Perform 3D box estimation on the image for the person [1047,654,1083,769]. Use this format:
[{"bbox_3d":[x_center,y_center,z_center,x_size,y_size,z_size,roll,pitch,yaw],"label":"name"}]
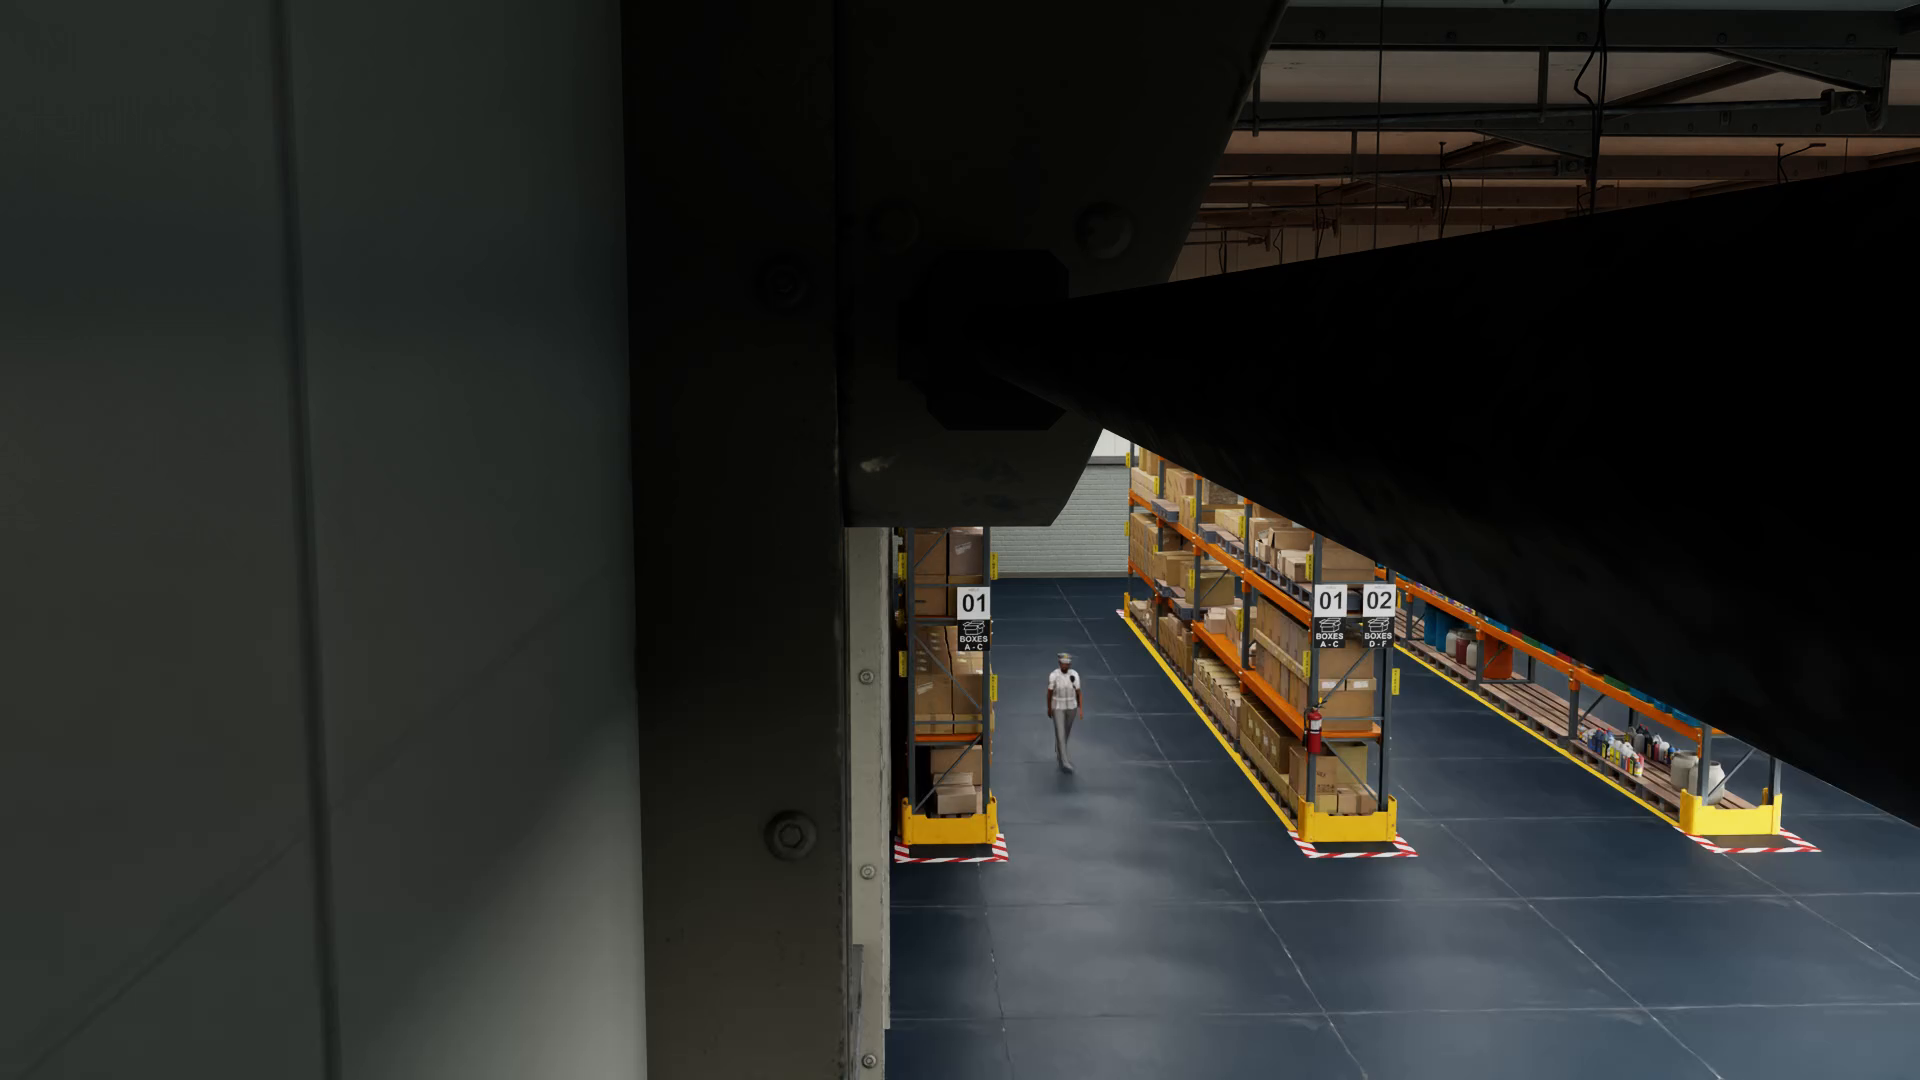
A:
[{"bbox_3d":[1.534,2.441,24.011,0.464,1.612,0.992,-2,7,-12],"label":"person"}]
